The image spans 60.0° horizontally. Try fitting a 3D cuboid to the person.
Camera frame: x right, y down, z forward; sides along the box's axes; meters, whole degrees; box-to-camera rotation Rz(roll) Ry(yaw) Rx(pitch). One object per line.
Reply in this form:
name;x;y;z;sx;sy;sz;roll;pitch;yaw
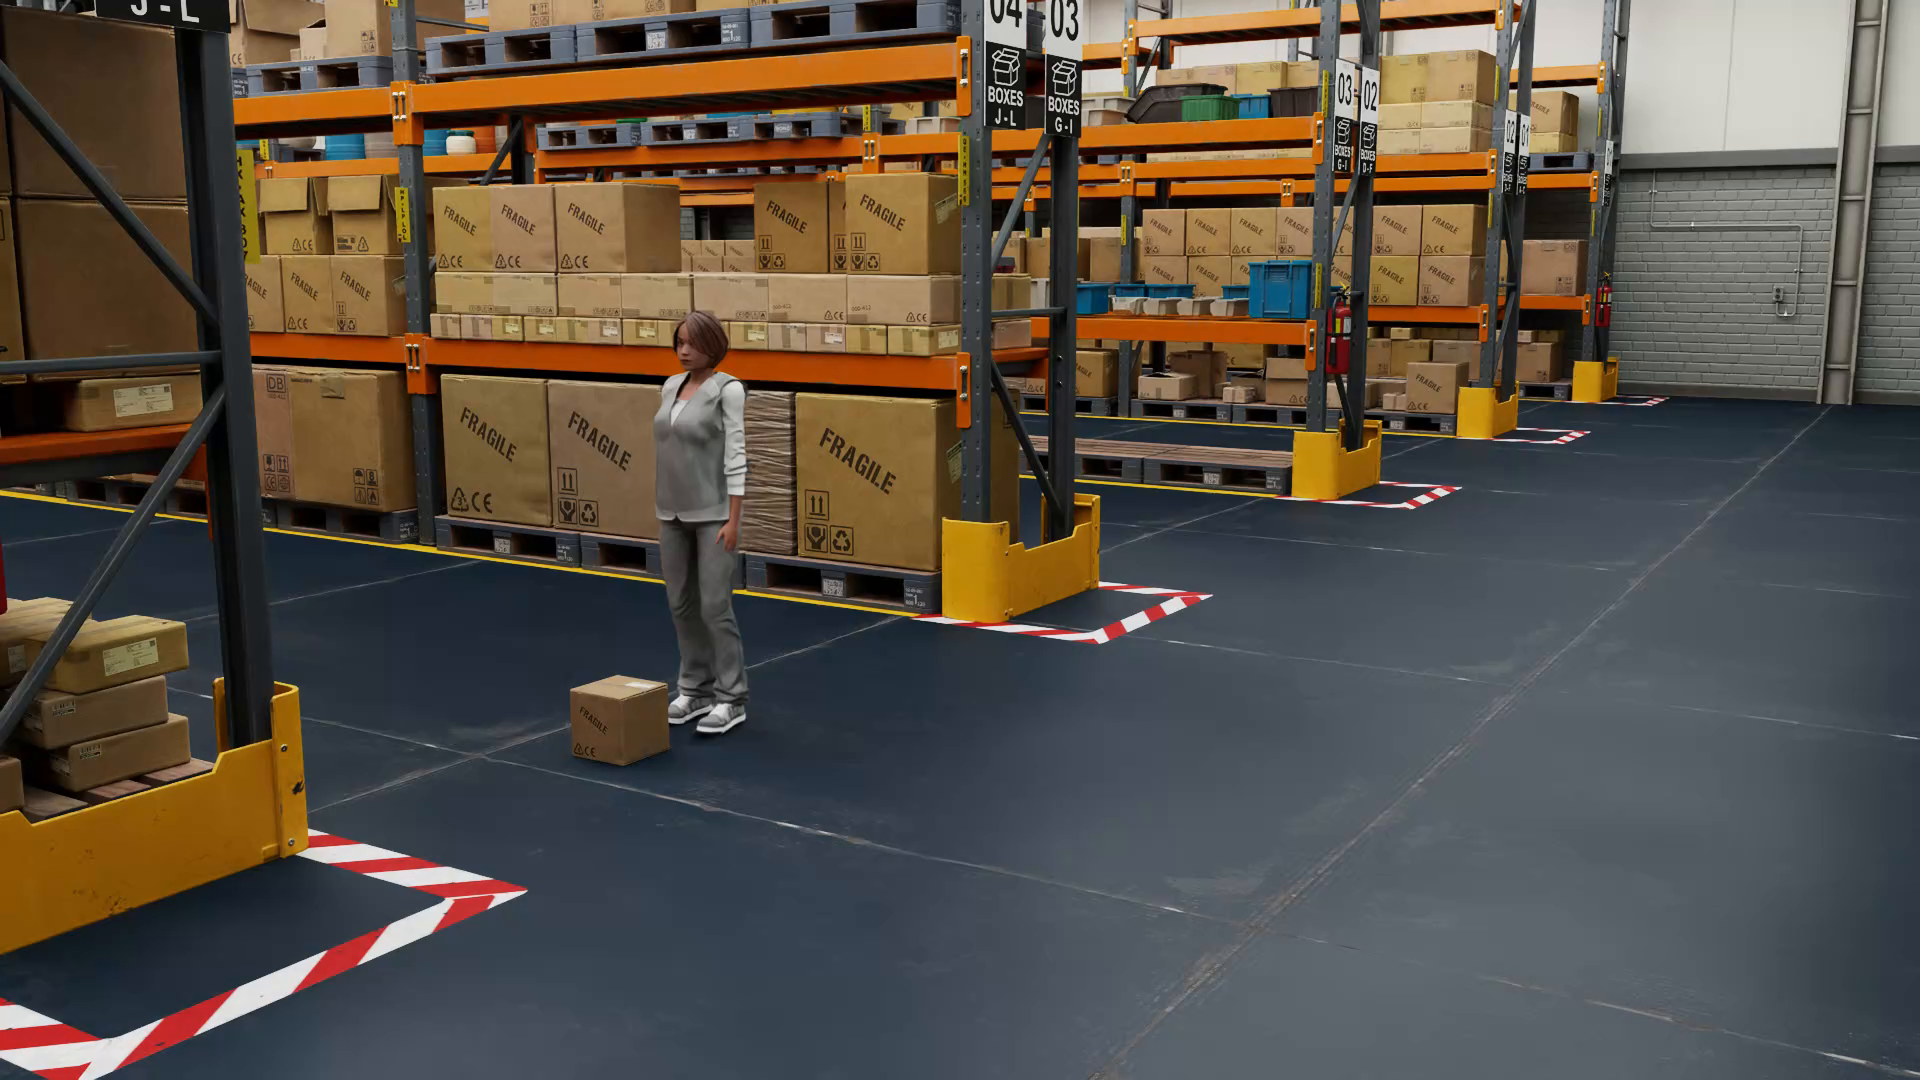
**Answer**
person;-0.983;-0.071;6.341;0.408;1.597;0.325;6;11;32
